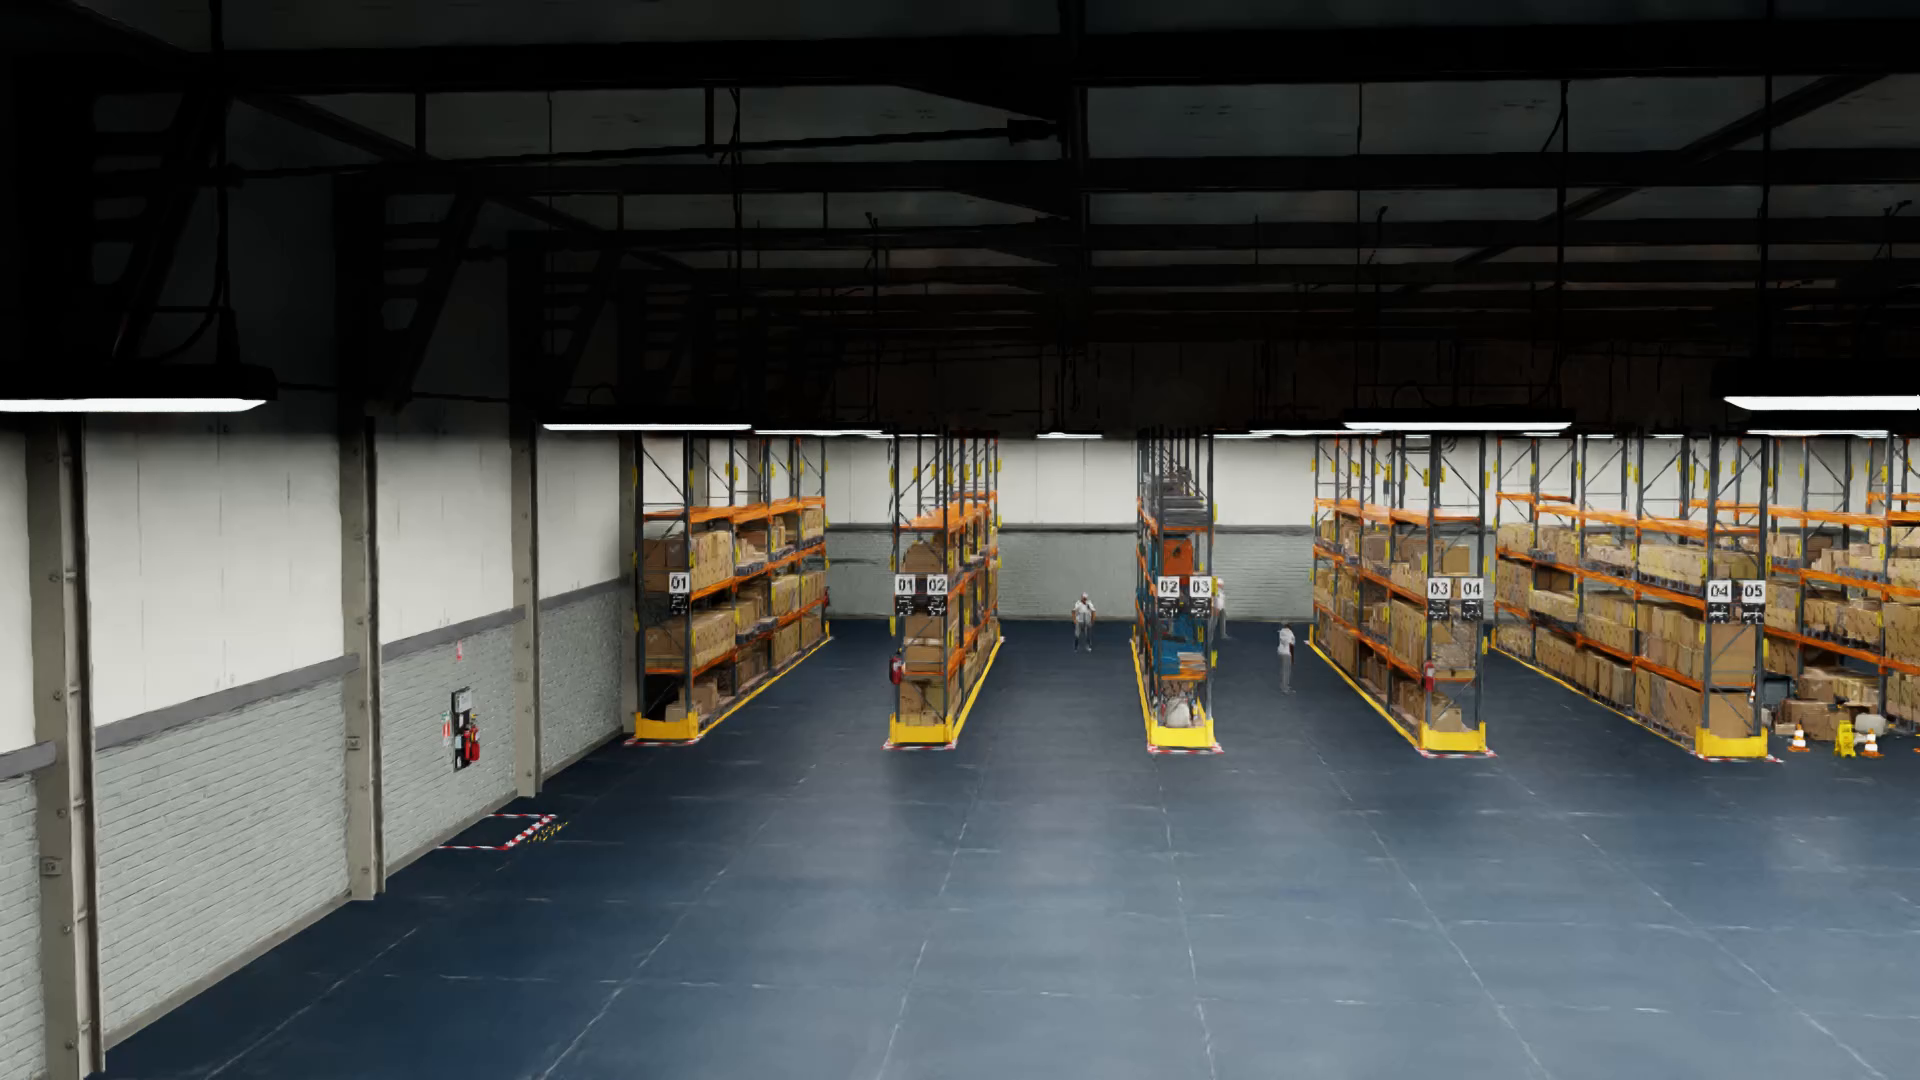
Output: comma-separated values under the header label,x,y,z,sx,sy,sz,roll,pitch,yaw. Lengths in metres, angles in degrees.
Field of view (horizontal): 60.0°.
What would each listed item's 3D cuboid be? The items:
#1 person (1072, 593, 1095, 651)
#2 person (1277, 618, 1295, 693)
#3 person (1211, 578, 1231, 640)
label,x,y,z,sx,sy,sz,roll,pitch,yaw
person,3.353,2.220,45.057,0.625,1.611,0.575,0,3,3
person,7.431,2.605,37.774,0.422,1.677,0.502,-2,4,-24
person,7.430,1.960,47.672,0.497,1.772,0.690,2,4,34
